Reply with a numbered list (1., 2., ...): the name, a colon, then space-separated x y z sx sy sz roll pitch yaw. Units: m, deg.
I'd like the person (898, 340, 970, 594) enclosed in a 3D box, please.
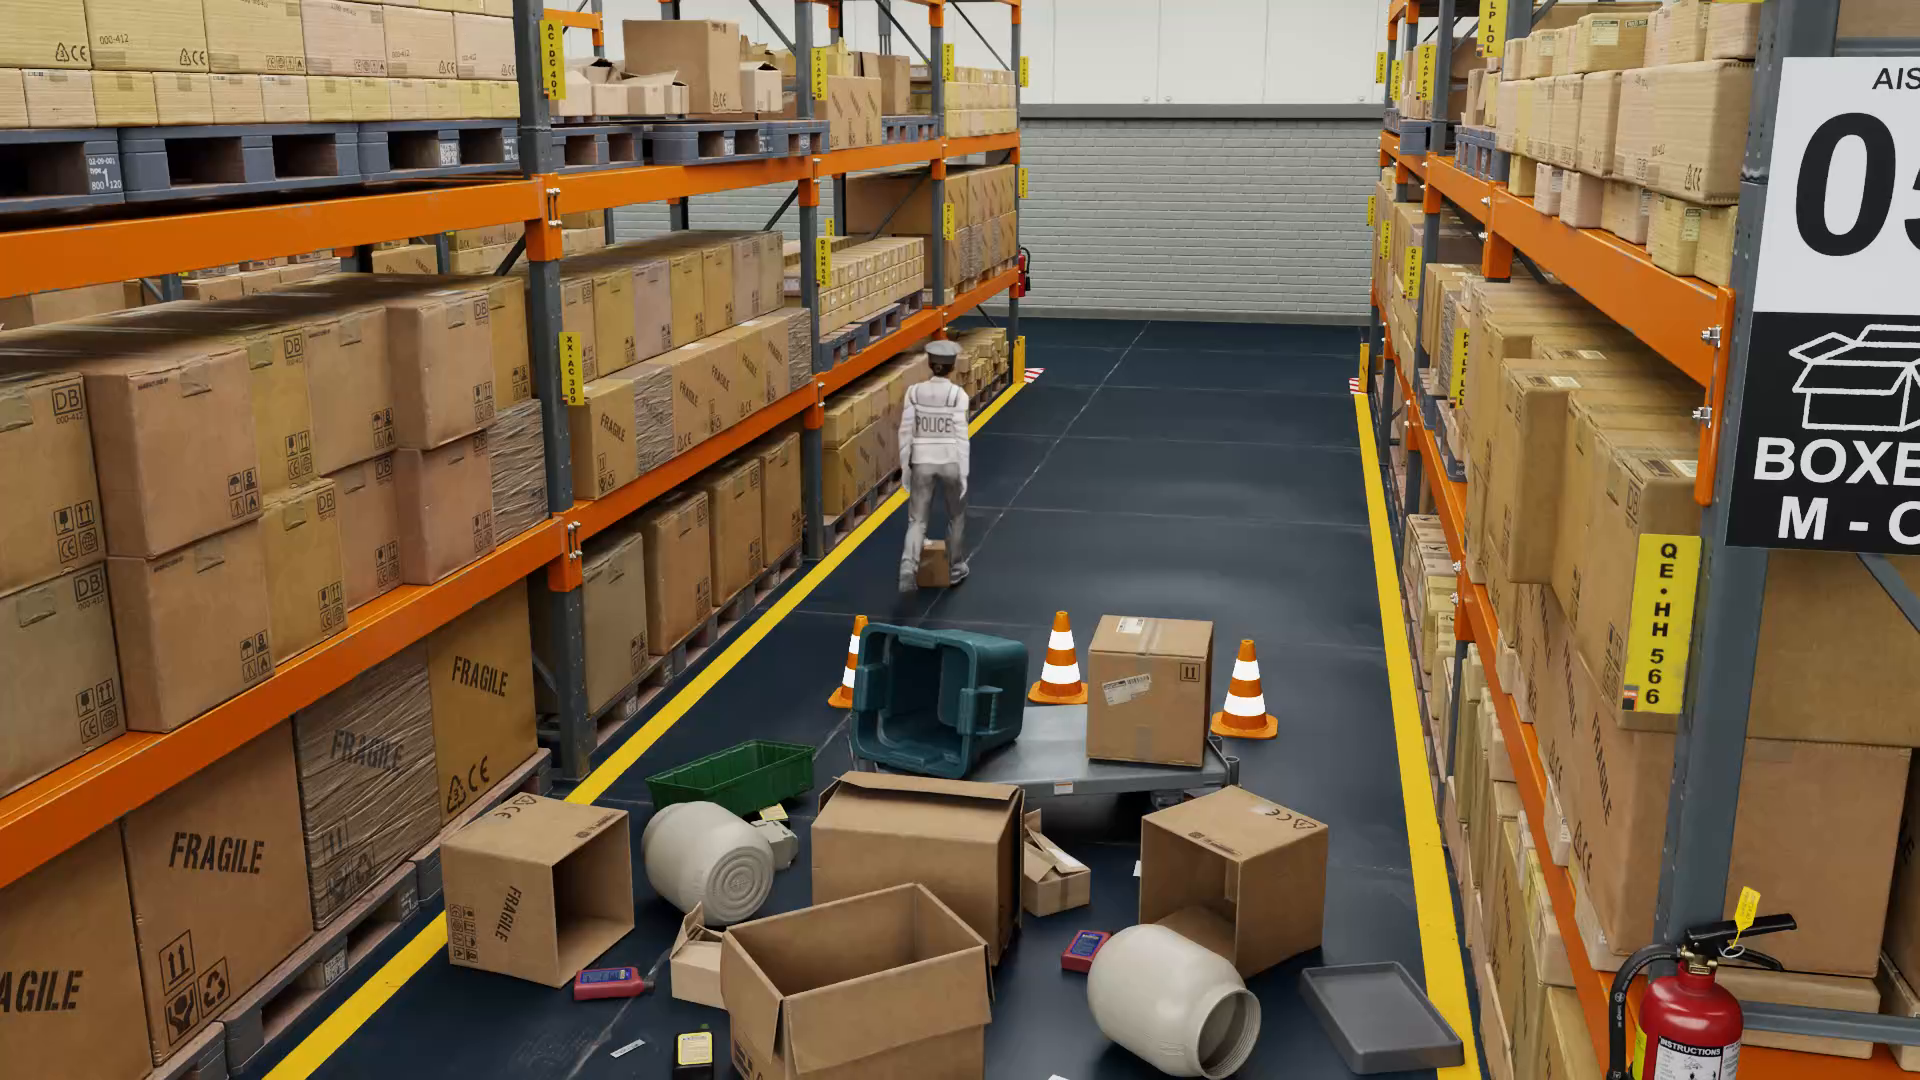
1. person: -0.182 -0.447 10.708 0.488 1.624 0.938 3 15 13
